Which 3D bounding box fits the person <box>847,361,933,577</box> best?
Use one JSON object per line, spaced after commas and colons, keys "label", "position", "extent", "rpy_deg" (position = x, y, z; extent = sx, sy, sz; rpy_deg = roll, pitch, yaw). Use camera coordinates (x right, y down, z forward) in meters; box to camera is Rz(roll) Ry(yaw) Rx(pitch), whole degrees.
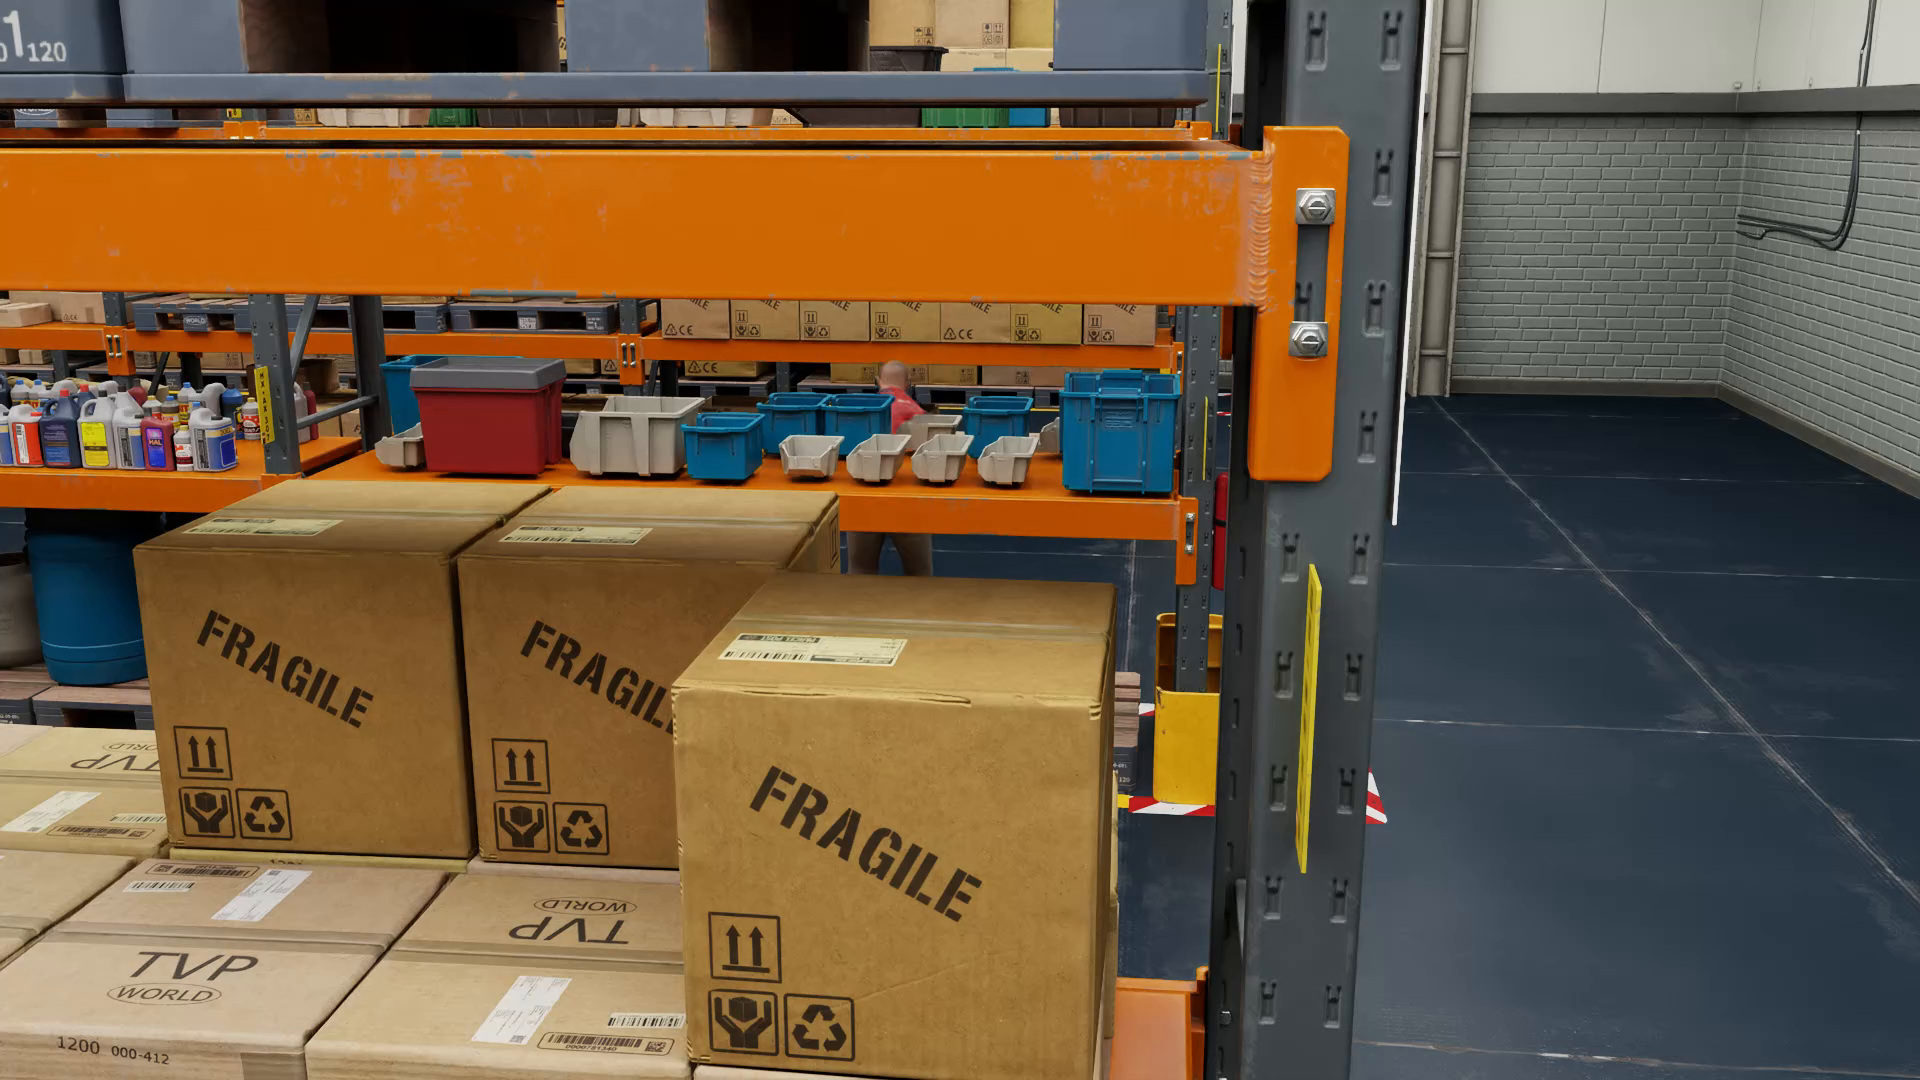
{"label": "person", "position": [-0.373, -0.153, 8.991], "extent": [0.478, 1.567, 0.718], "rpy_deg": [1, 14, 5]}
